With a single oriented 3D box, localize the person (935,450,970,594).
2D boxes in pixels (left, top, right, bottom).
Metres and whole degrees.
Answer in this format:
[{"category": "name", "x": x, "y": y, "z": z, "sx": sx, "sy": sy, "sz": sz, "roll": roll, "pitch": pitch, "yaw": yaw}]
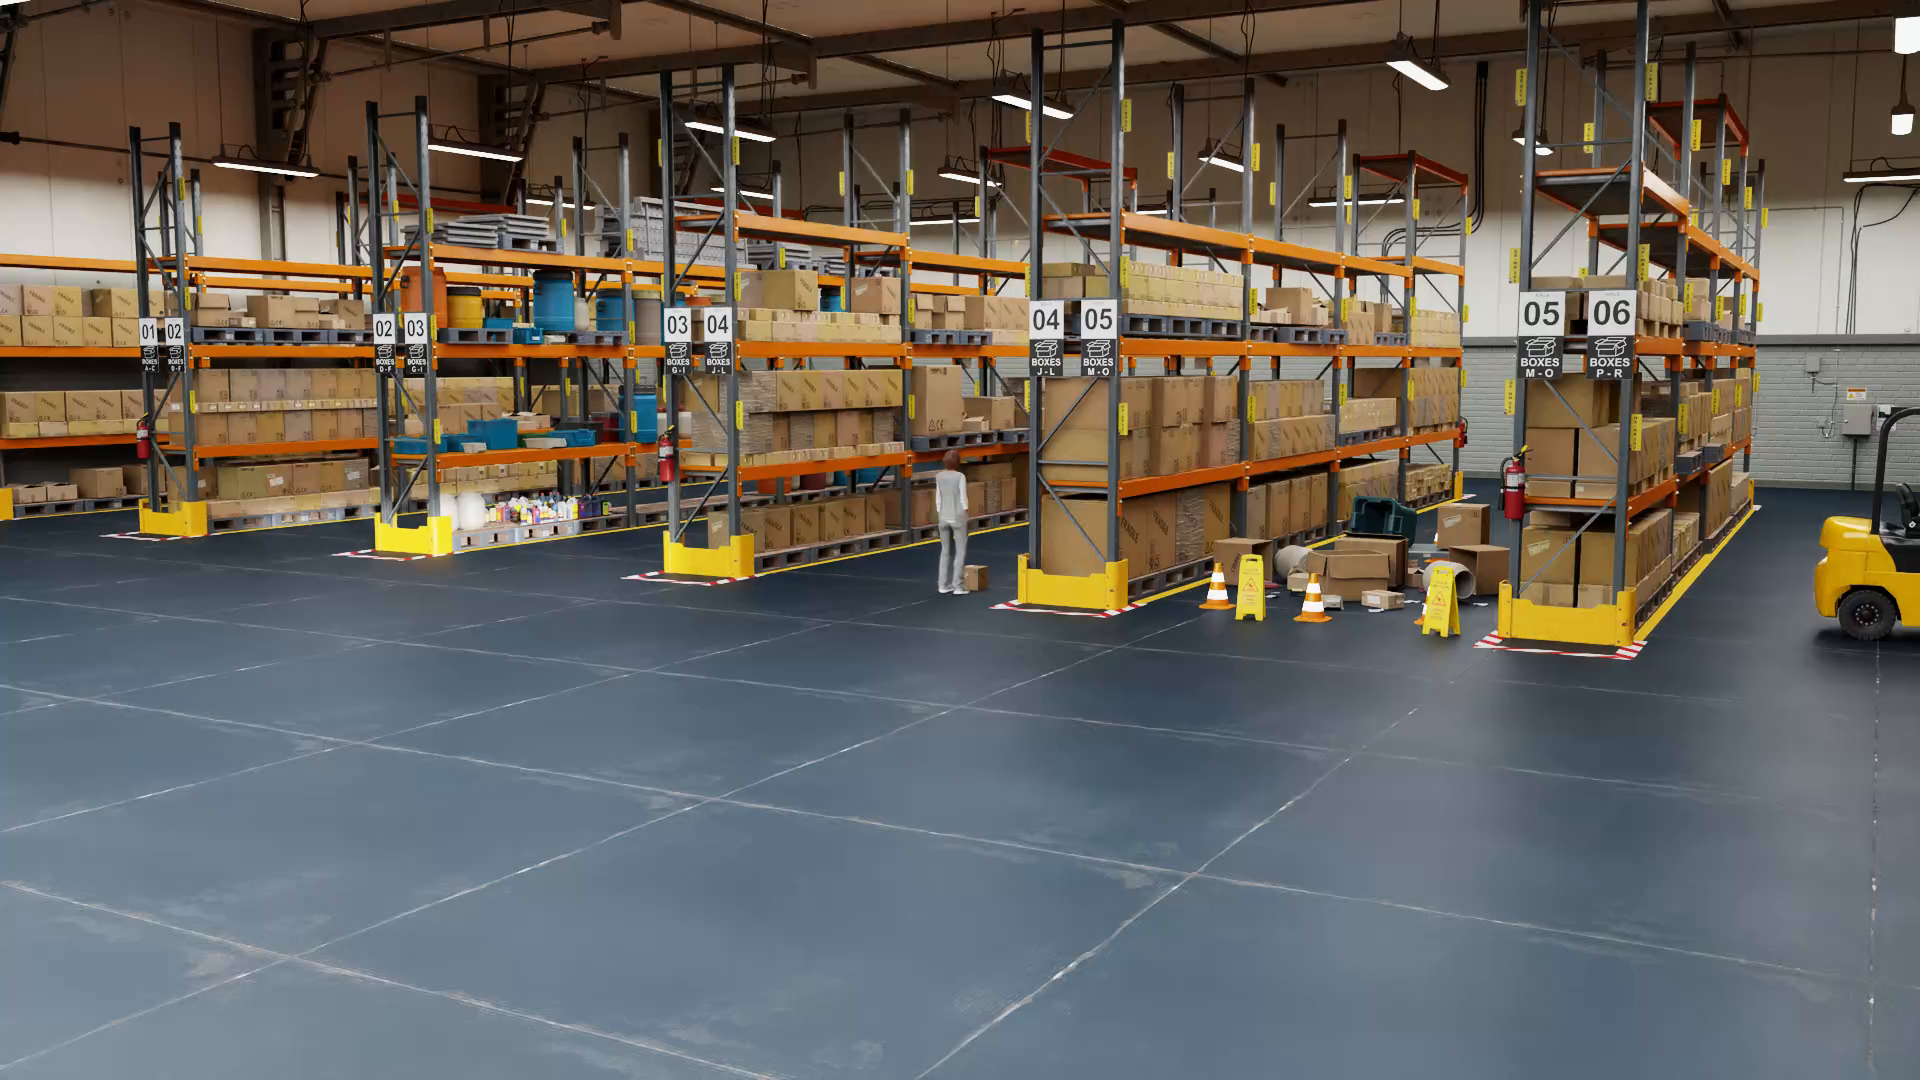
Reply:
[{"category": "person", "x": -0.089, "y": -0.195, "z": 18.414, "sx": 0.407, "sy": 1.592, "sz": 0.307, "roll": 4, "pitch": 7, "yaw": 30}]
